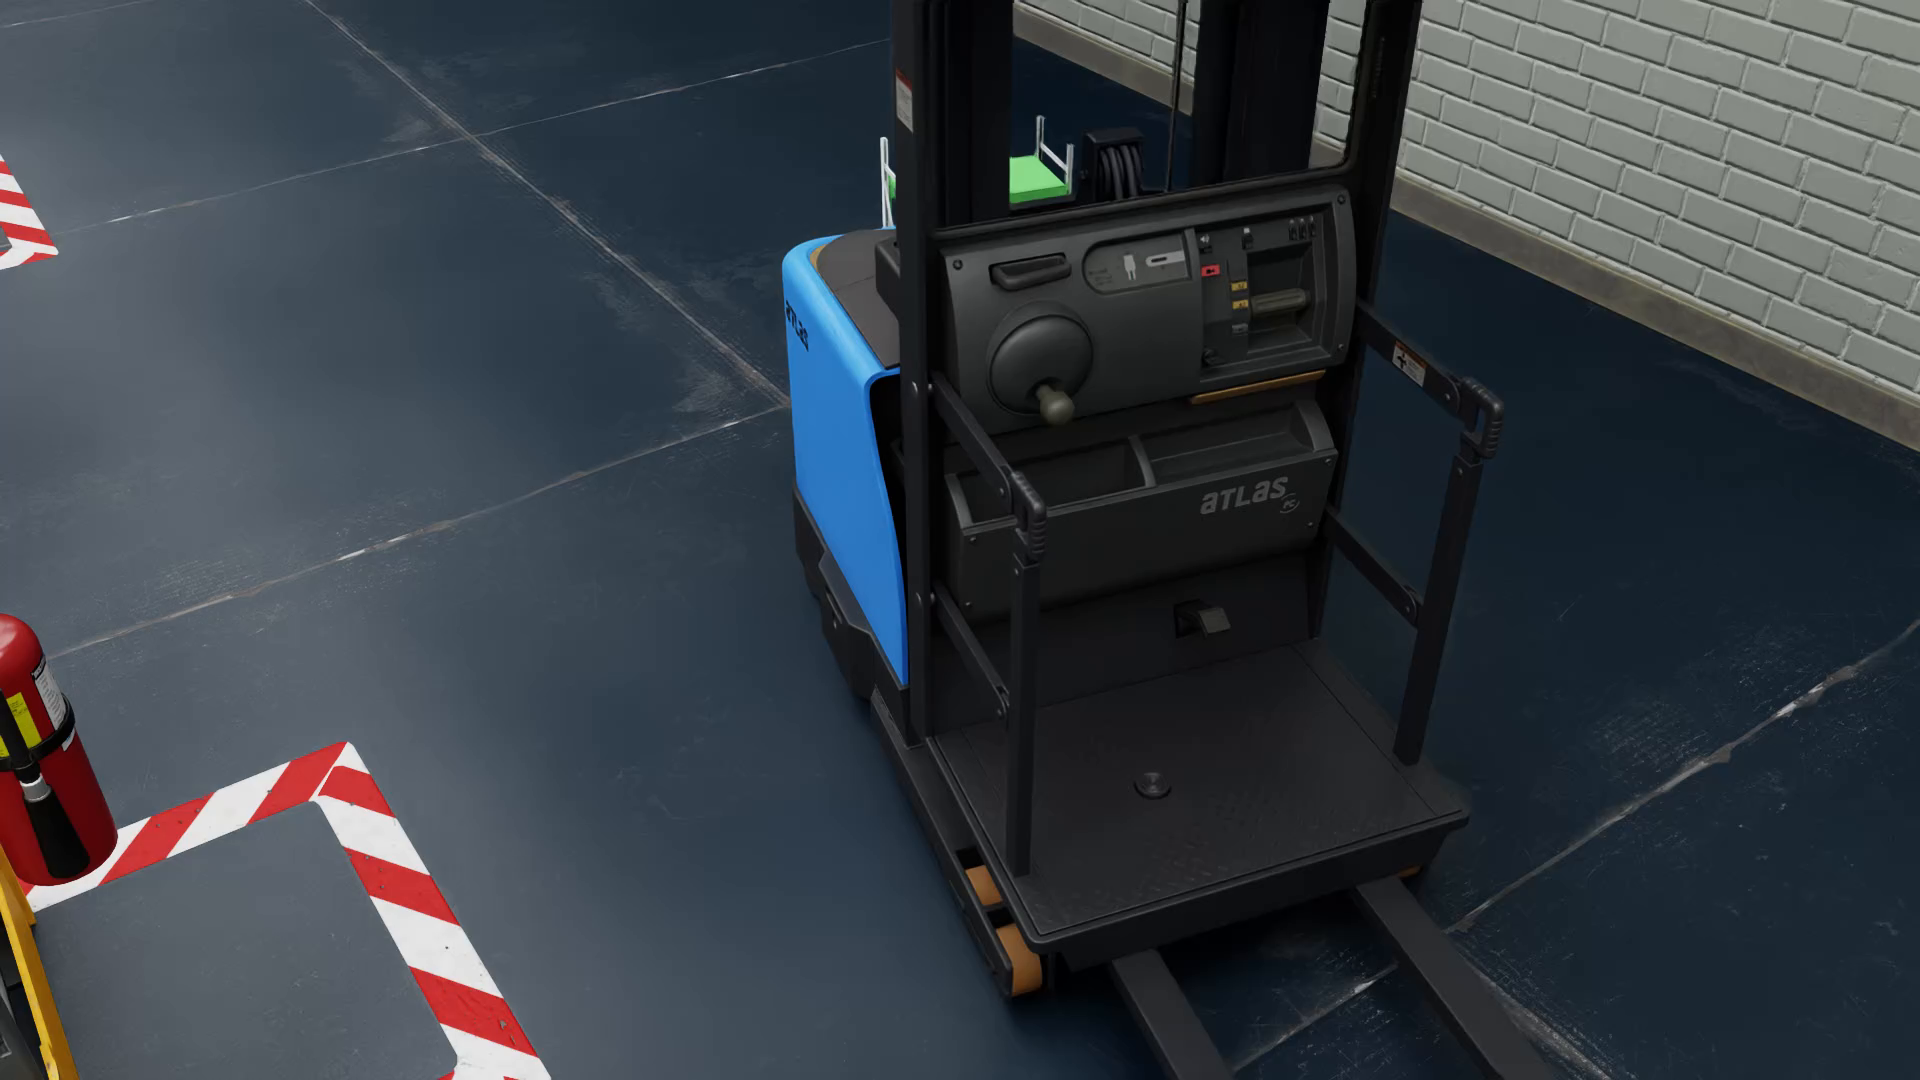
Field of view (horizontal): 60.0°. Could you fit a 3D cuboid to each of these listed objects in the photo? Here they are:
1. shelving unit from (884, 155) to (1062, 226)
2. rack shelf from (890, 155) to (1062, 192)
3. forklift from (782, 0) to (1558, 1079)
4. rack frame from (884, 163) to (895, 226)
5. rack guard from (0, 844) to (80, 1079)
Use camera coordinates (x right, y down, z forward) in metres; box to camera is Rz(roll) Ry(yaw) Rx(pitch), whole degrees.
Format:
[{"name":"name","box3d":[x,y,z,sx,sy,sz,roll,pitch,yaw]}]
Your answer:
[{"name":"shelving unit","box3d":[0.044,-0.663,5.144,0.487,1.046,0.258,-12,38,-17]},{"name":"rack shelf","box3d":[0.047,-1.045,4.871,0.457,0.021,0.221,-12,38,-17]},{"name":"forklift","box3d":[0.493,-0.427,3.333,1.130,2.935,3.031,-12,38,-17]},{"name":"rack frame","box3d":[-0.181,-0.613,5.074,0.006,1.046,0.228,-12,38,-17]},{"name":"rack guard","box3d":[-2.085,0.991,3.444,0.348,0.500,1.175,-22,41,-28]}]
